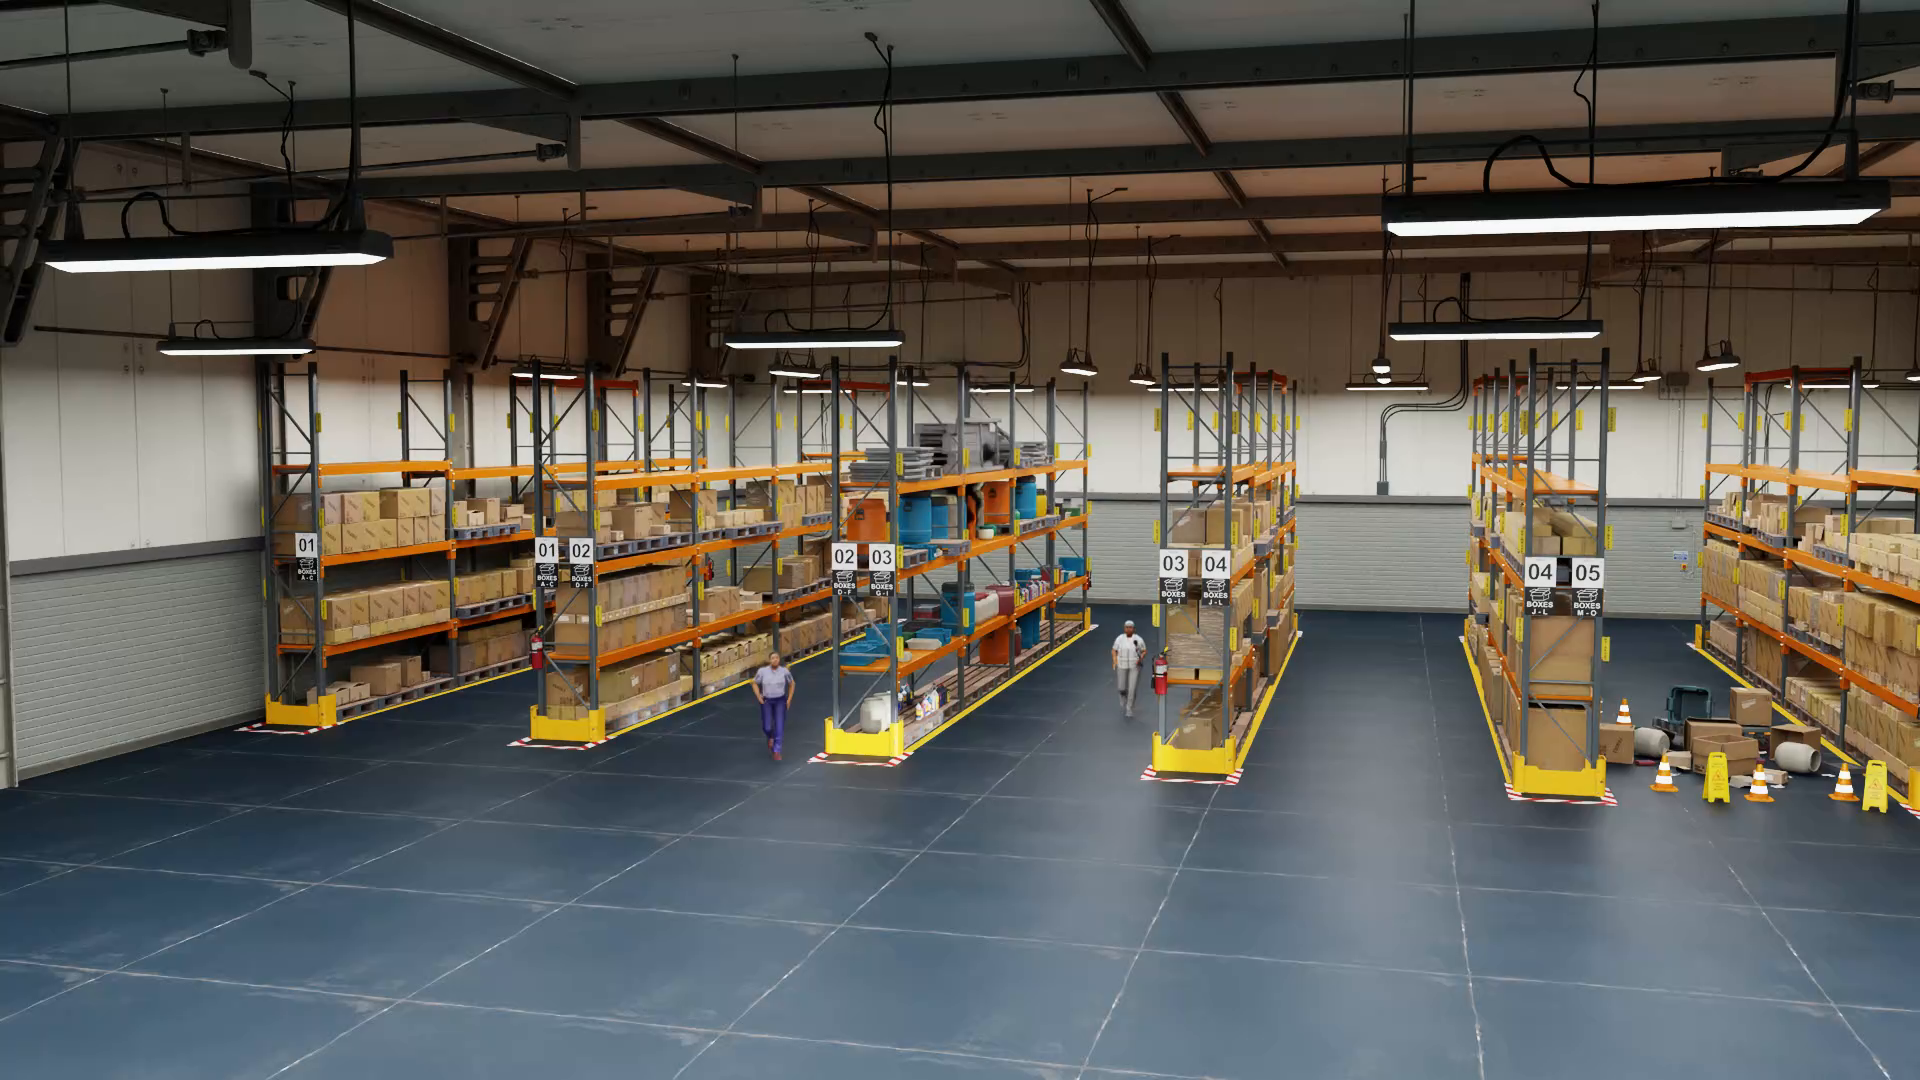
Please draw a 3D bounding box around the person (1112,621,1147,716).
[{"bbox_3d":[2.907,2.195,28.582,0.616,1.627,0.550,1,4,9],"label":"person"}]

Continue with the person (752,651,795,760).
[{"bbox_3d":[-2.784,2.465,24.878,0.639,1.620,0.531,0,4,-6],"label":"person"}]
